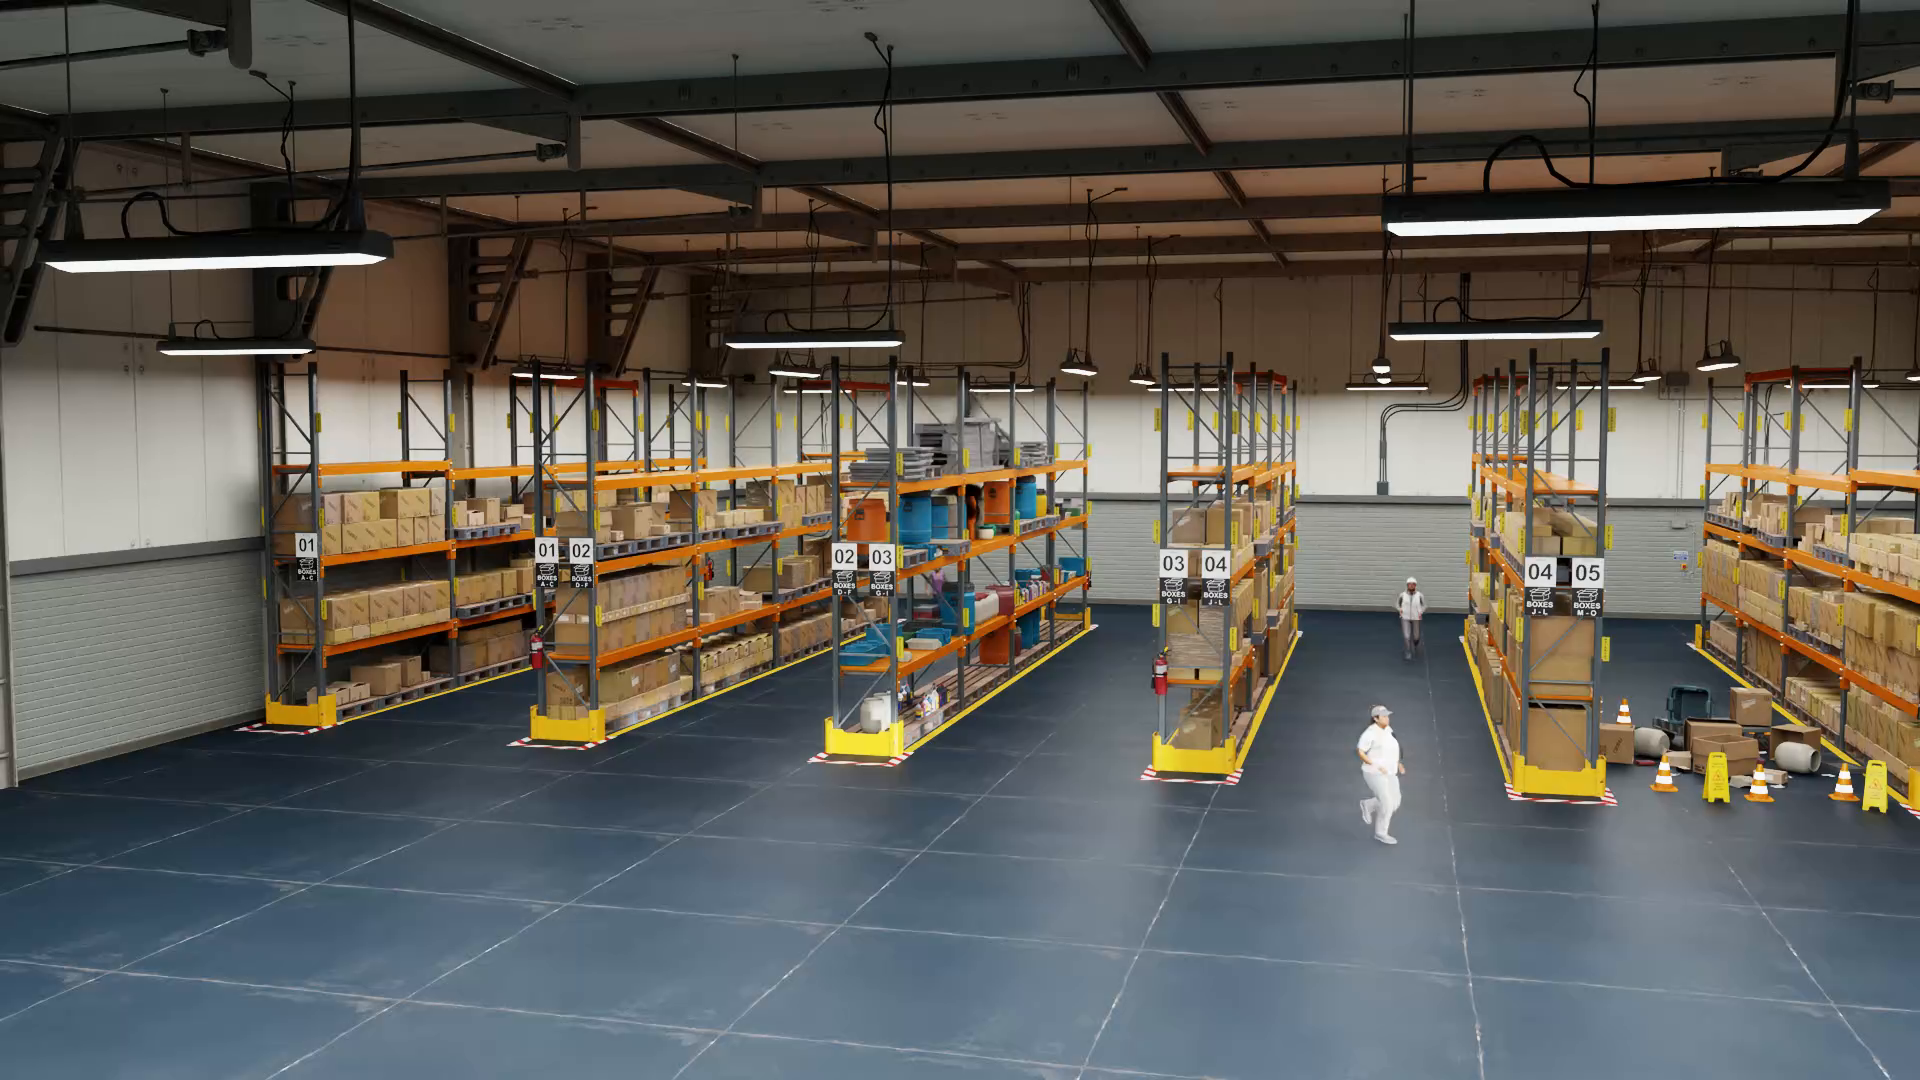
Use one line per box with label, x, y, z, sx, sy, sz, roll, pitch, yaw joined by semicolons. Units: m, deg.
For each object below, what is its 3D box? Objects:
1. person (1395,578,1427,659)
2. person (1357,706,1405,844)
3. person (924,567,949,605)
person;9.554;1.661;35.250;0.657;1.722;0.609;1;4;16
person;5.017;2.798;19.992;0.608;1.632;0.570;-3;5;-41
person;-0.549;1.341;40.987;0.608;1.580;0.592;-1;4;-18
